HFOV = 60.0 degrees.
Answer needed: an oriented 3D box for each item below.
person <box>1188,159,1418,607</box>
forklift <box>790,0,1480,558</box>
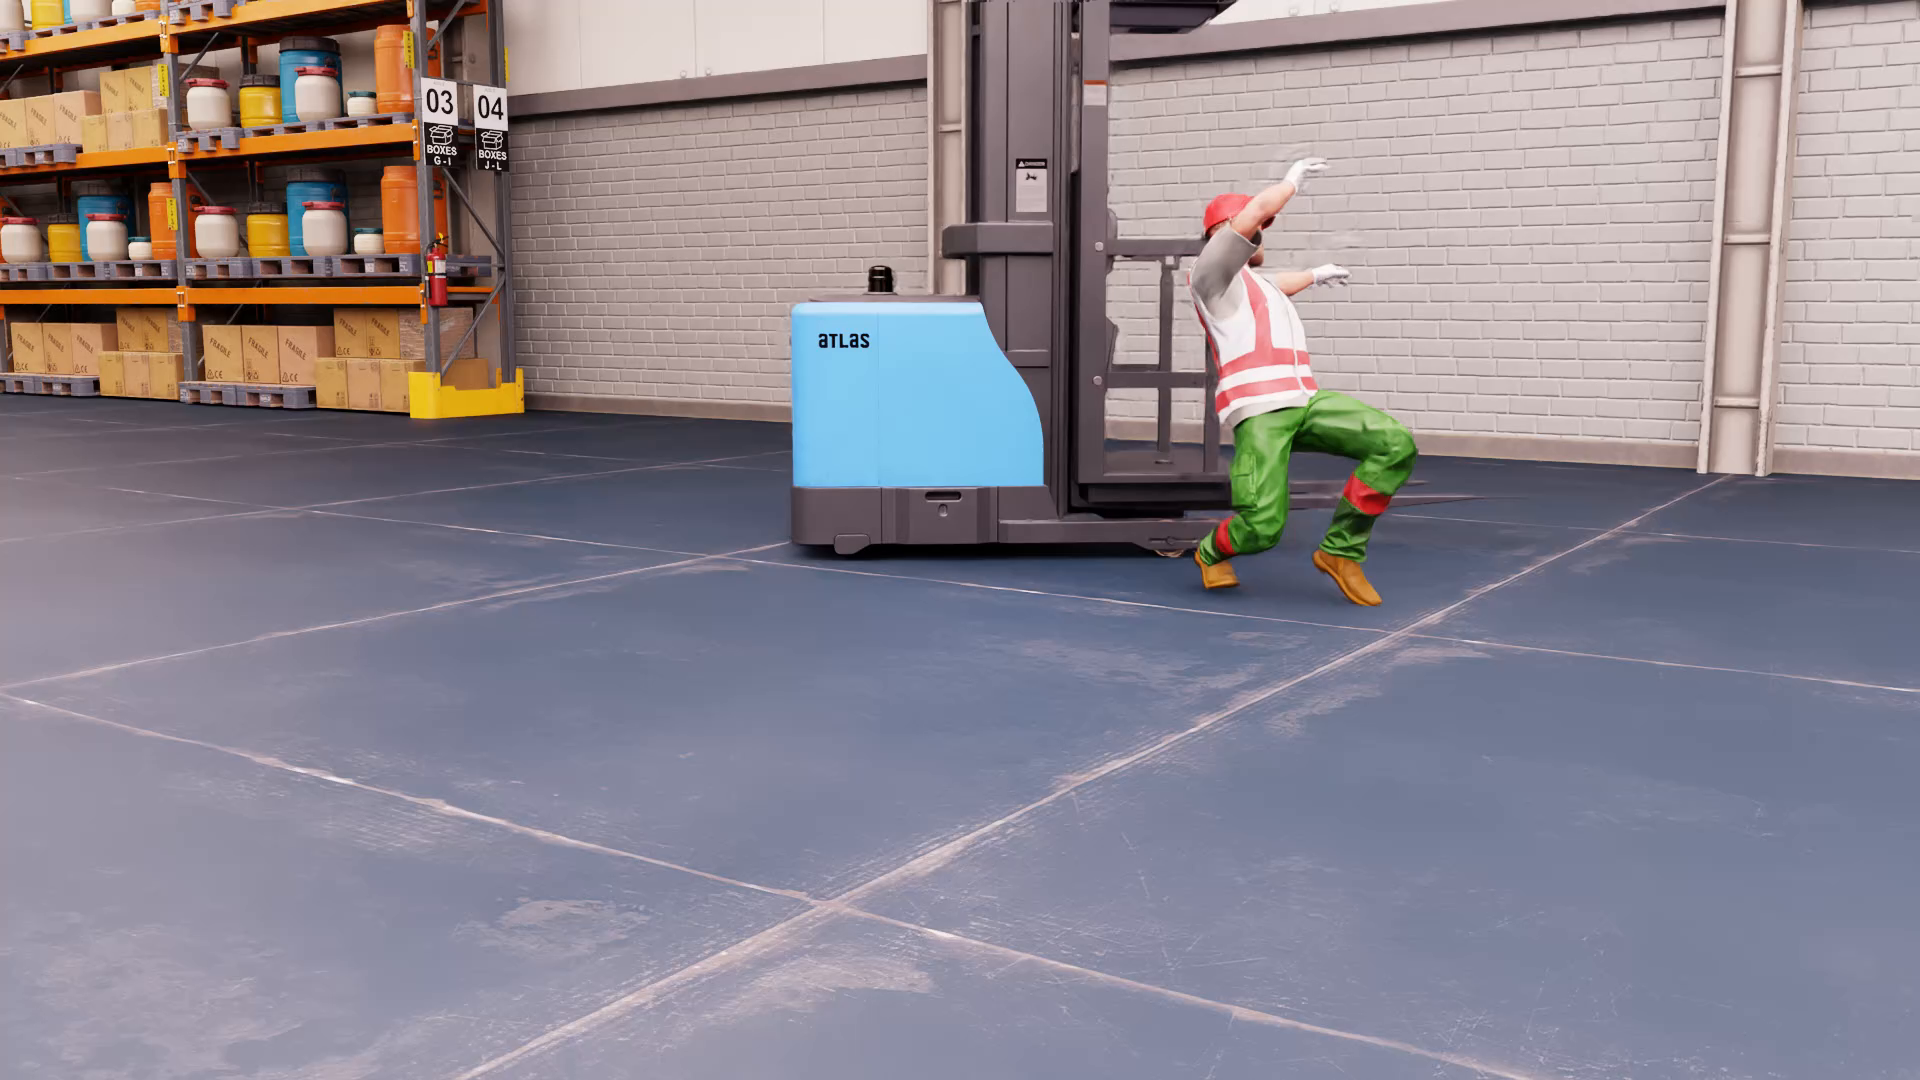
[{"bbox_3d":[1.372,-0.579,6.134,1.112,1.596,0.862,-7,11,-42],"label":"person"},{"bbox_3d":[0.762,-1.449,7.380,3.031,2.935,1.130,-1,8,-5],"label":"forklift"}]
